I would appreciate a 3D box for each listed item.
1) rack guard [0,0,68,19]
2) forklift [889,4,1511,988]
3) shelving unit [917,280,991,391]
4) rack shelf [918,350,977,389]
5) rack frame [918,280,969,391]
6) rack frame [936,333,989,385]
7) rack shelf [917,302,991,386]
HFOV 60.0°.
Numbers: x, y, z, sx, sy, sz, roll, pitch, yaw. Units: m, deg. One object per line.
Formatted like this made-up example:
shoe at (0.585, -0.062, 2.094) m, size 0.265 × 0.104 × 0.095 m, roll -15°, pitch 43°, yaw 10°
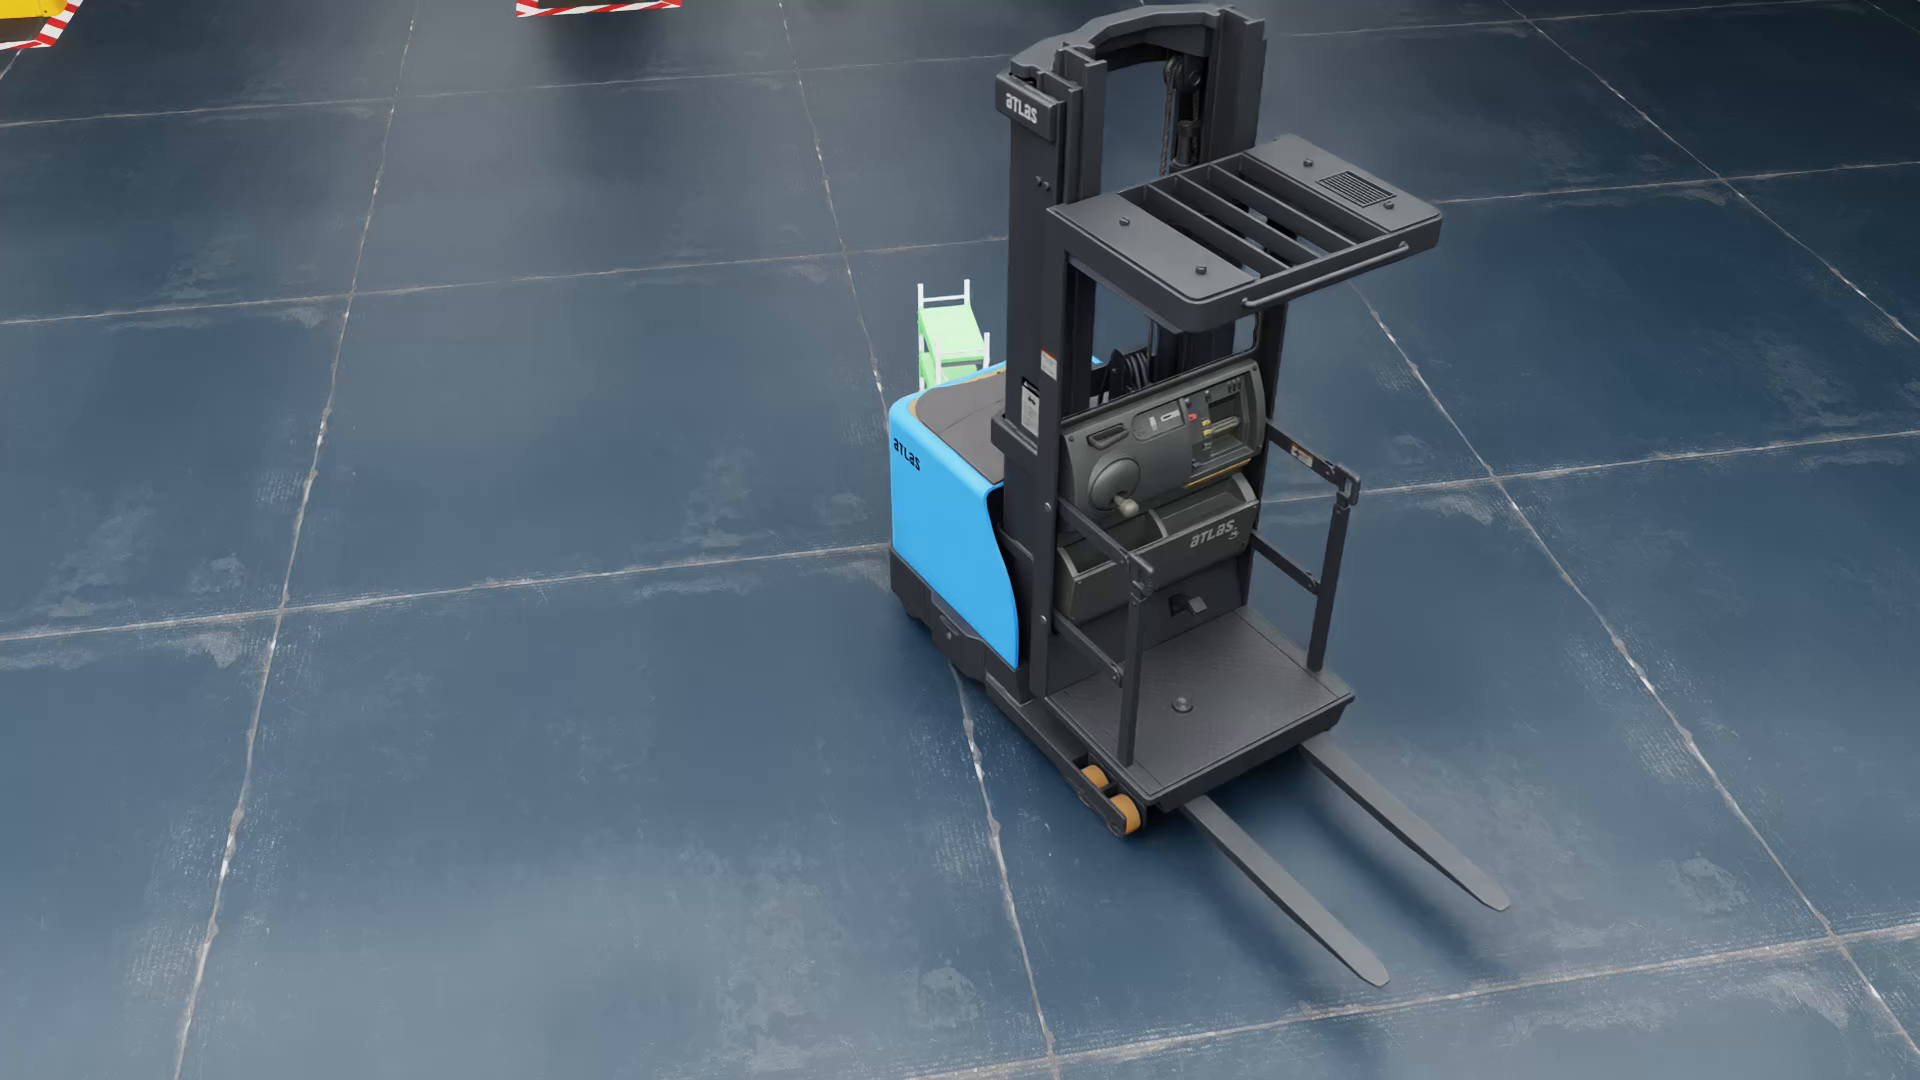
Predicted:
rack guard at (-8.032, -4.561, 13.613) m, size 1.175 × 0.500 × 0.348 m, roll -6°, pitch 38°, yaw -8°
forklift at (0.905, -0.313, 6.164) m, size 1.130 × 2.935 × 3.031 m, roll -22°, pitch 43°, yaw -26°
shelving unit at (-0.032, -0.576, 7.914) m, size 0.258 × 1.200 × 0.503 m, roll -6°, pitch 38°, yaw -8°
rack shelf at (-0.032, -0.715, 7.806) m, size 0.258 × 0.148 × 0.480 m, roll -6°, pitch 38°, yaw -8°
rack frame at (-0.075, -0.724, 8.104) m, size 0.240 × 1.200 × 0.015 m, roll -6°, pitch 38°, yaw -8°
rack frame at (0.011, -0.429, 7.724) m, size 0.240 × 1.200 × 0.015 m, roll -6°, pitch 38°, yaw -8°
rack shelf at (-0.032, -0.905, 7.659) m, size 0.258 × 0.148 × 0.480 m, roll -6°, pitch 38°, yaw -8°
